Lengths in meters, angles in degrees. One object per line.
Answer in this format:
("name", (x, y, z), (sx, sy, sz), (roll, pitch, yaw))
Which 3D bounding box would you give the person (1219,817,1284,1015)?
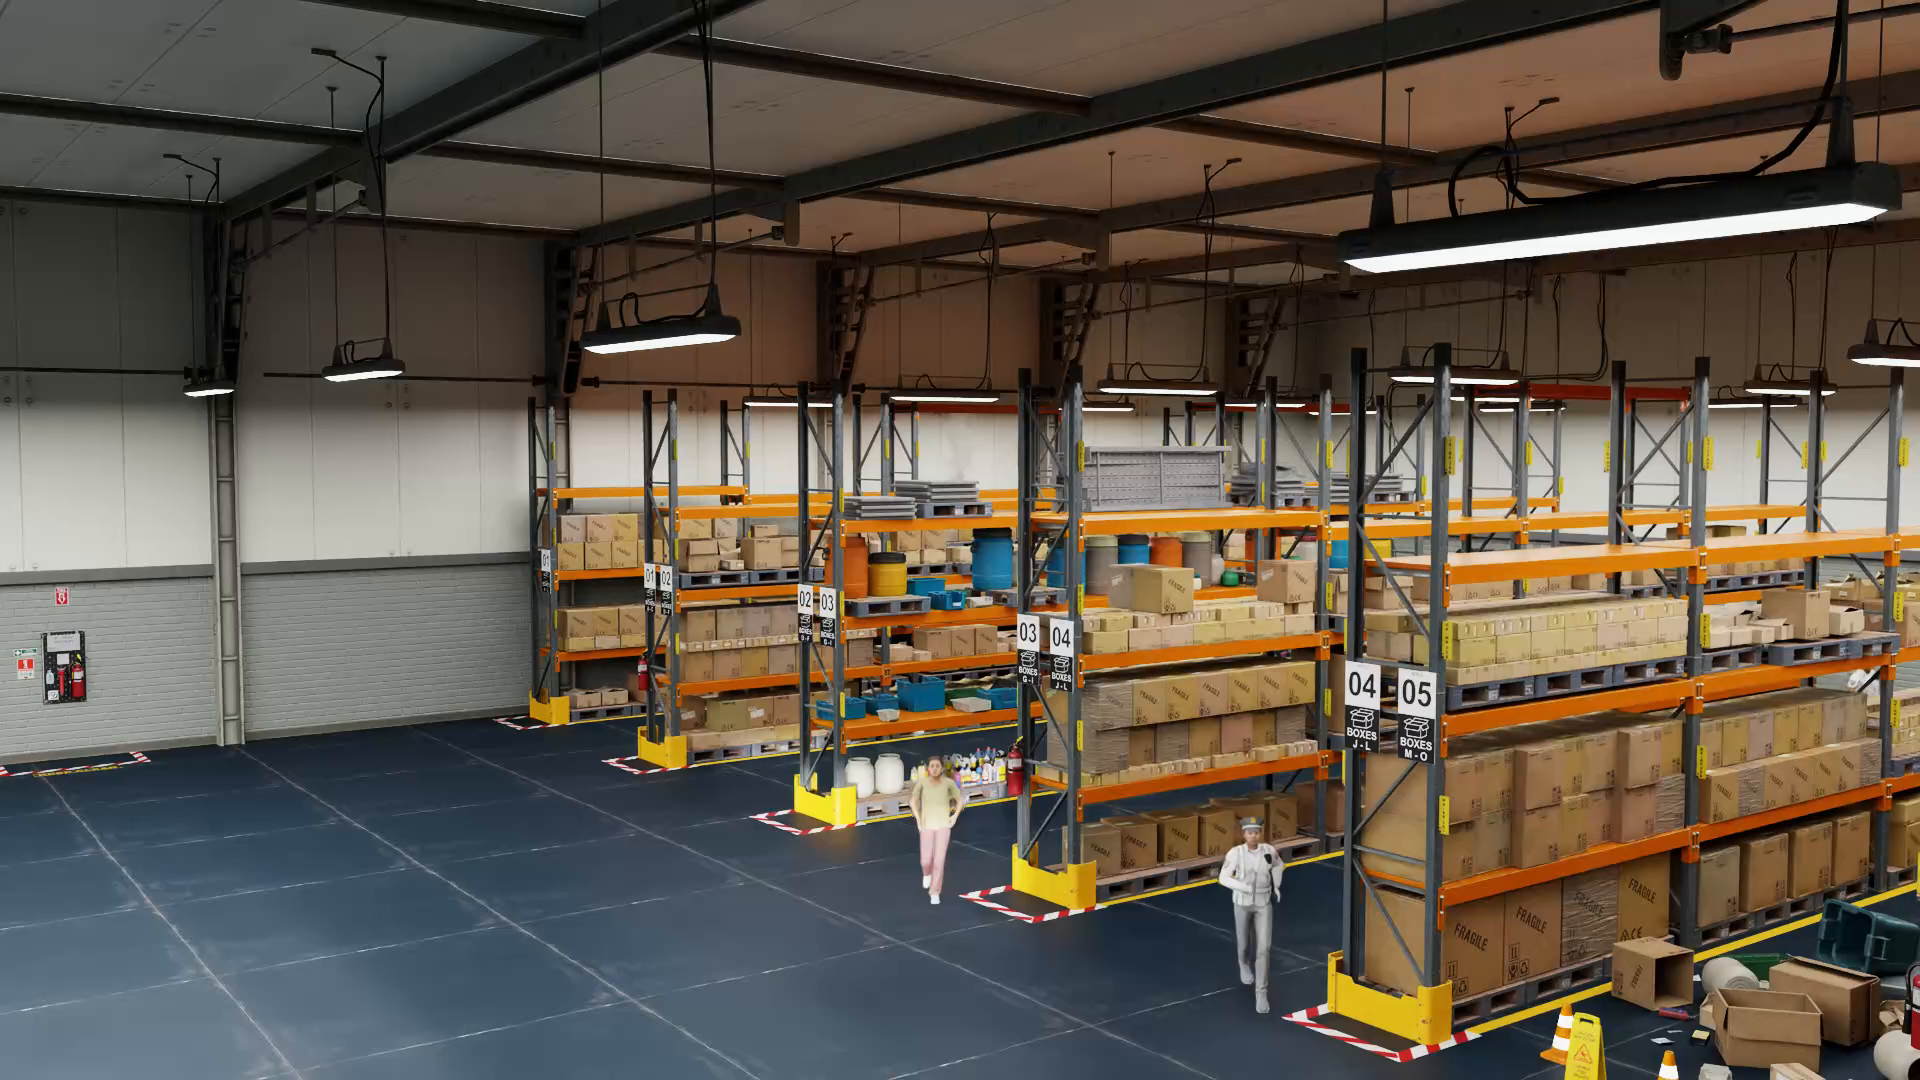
("person", (2.701, 3.392, 15.380), (0.610, 1.719, 0.900), (0, 3, 6))

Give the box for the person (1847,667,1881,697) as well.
("person", (15.109, 2.741, 27.729), (0.649, 1.633, 0.672), (-1, 3, -9))

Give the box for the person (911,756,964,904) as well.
("person", (-0.259, 3.240, 18.806), (0.599, 1.644, 0.585), (0, 3, 1))
